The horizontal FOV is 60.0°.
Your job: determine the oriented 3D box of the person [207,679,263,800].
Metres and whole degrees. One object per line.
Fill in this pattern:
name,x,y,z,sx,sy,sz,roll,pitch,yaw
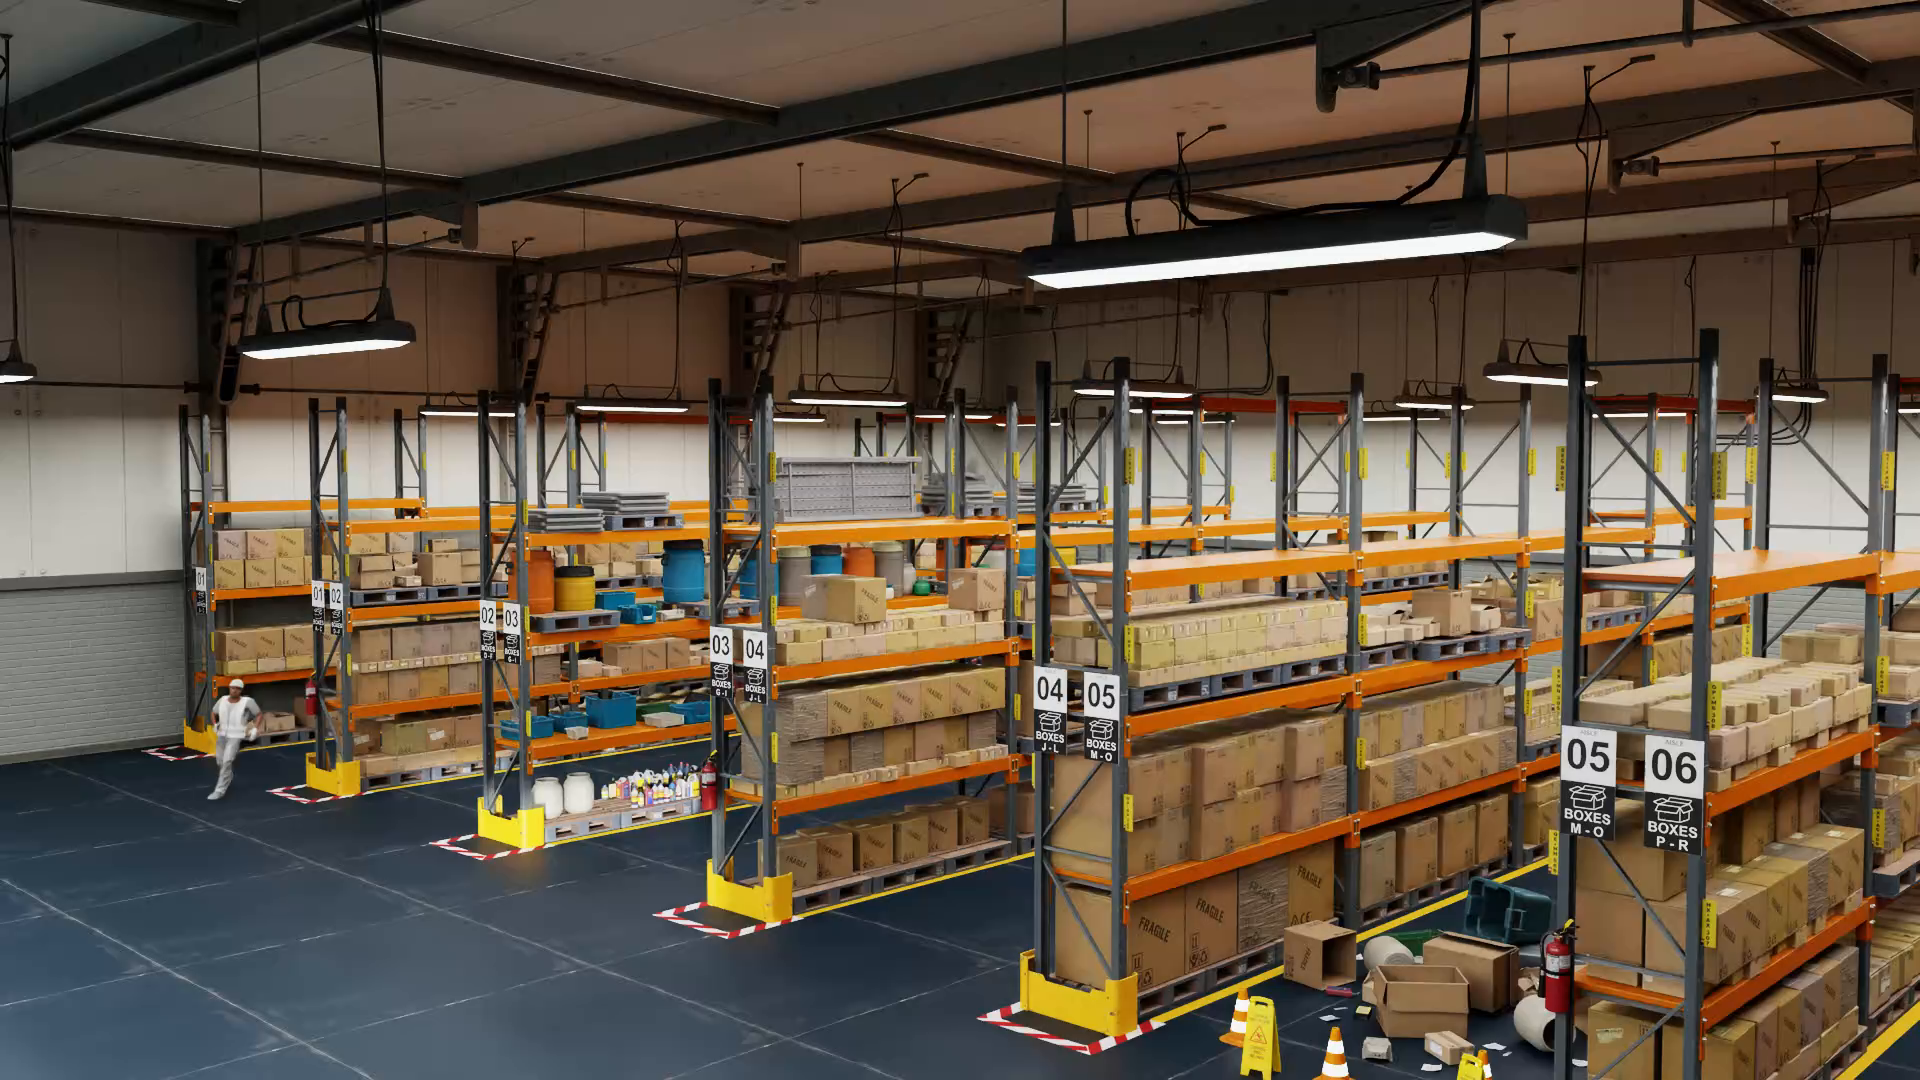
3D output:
person,-10.903,2.956,24.980,0.747,1.759,0.891,0,3,1

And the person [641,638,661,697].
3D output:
person,-5.828,2.684,31.535,0.610,1.671,0.587,3,4,44
